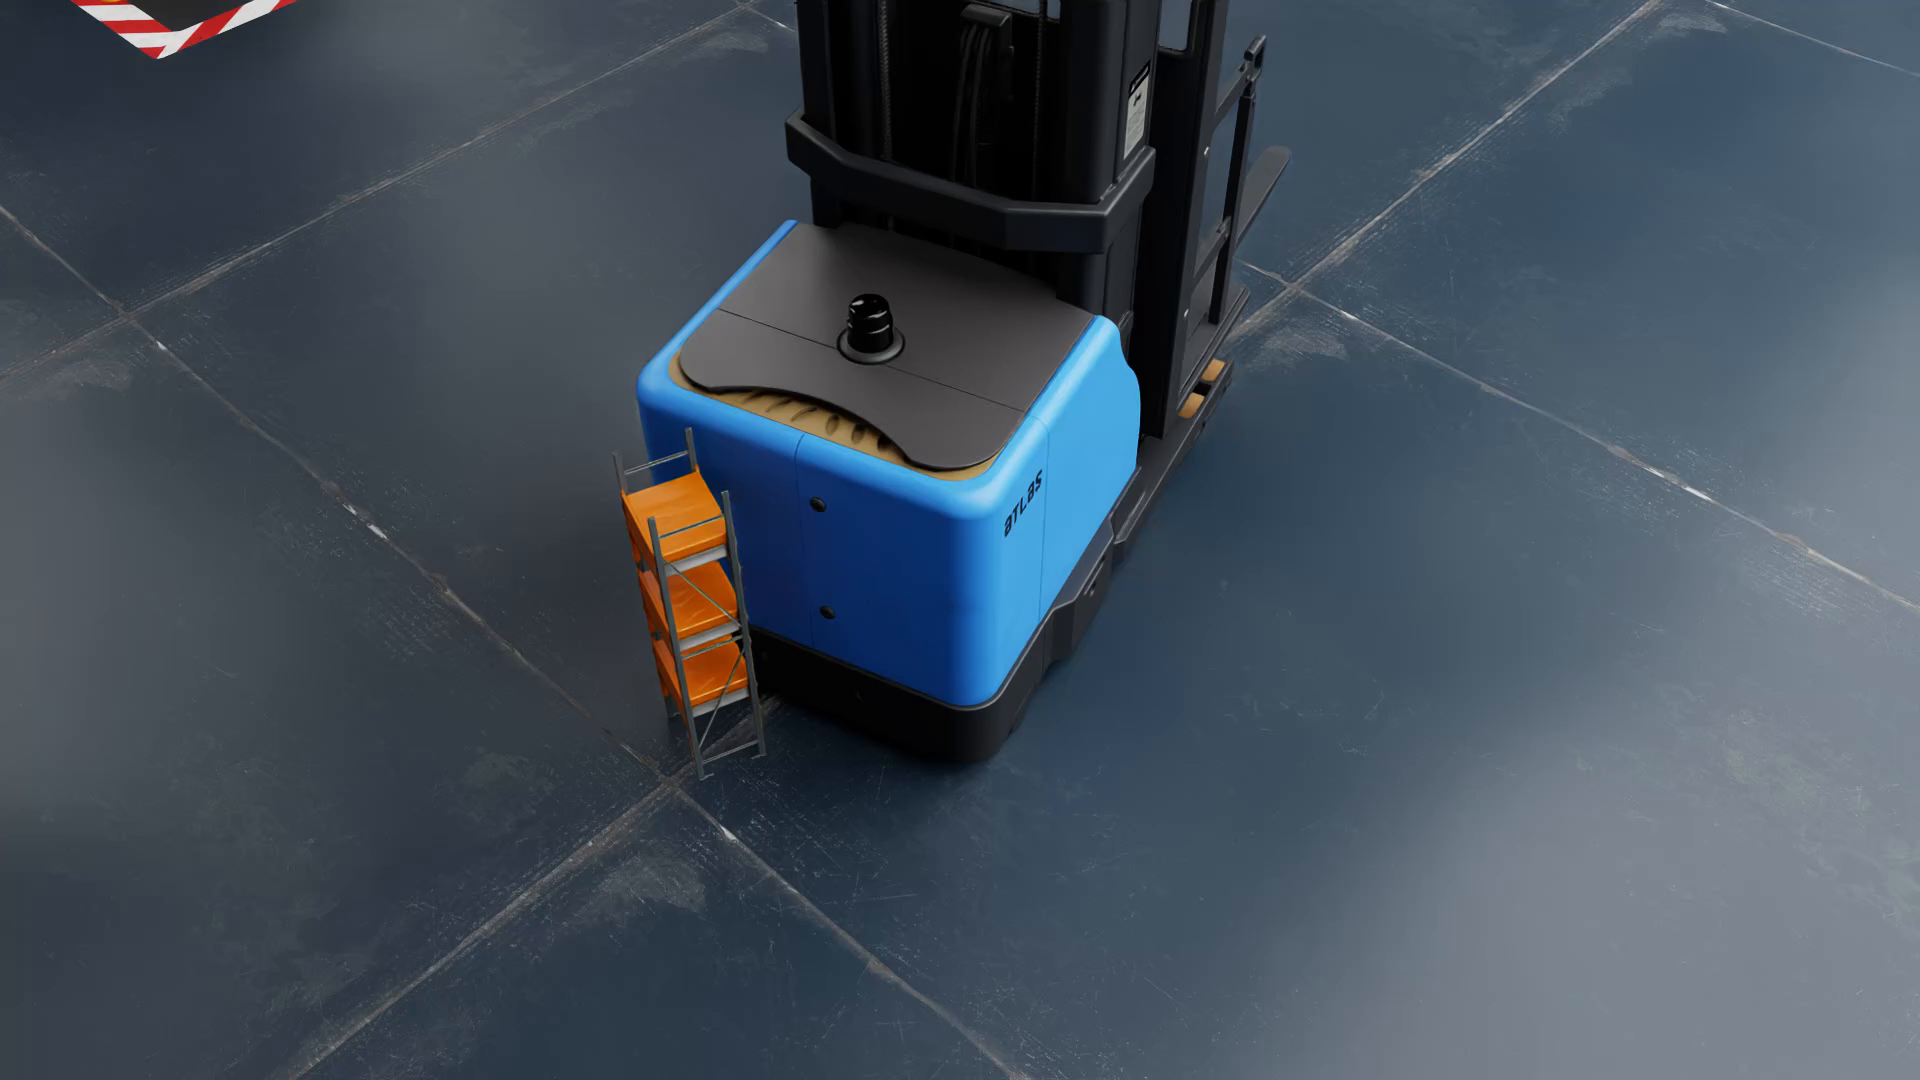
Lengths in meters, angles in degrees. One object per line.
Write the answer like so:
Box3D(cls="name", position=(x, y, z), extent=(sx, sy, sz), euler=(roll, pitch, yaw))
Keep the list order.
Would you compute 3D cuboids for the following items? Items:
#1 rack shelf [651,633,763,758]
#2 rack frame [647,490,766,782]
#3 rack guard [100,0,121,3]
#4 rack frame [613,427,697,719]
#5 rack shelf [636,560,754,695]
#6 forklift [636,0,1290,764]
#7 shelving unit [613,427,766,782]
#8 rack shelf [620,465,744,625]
Box3D(cls="rack shelf", position=(-0.692, 0.395, 4.554), extent=(0.215, 0.259, 0.240), euler=(-20, 50, -18))
Box3D(cls="rack frame", position=(-0.636, 0.277, 4.269), extent=(0.200, 1.050, 0.008), euler=(-20, 50, -18))
Box3D(cls="rack guard", position=(-3.584, -2.985, 7.710), extent=(0.348, 0.500, 1.175), euler=(34, 55, 28))
Box3D(cls="rack frame", position=(-0.747, 0.119, 4.418), extent=(0.200, 1.050, 0.008), euler=(-20, 50, -18))
Box3D(cls="rack shelf", position=(-0.691, 0.205, 4.351), extent=(0.215, 0.259, 0.240), euler=(-20, 50, -18))
Box3D(cls="forklift", position=(0.278, -1.469, 4.619), extent=(1.130, 2.935, 3.031), euler=(20, 50, 18))
Box3D(cls="shelving unit", position=(-0.691, 0.198, 4.344), extent=(0.215, 1.050, 0.252), euler=(-20, 50, -18))
Box3D(cls="rack shelf", position=(-0.691, 0.011, 4.144), extent=(0.215, 0.259, 0.240), euler=(-20, 50, -18))
